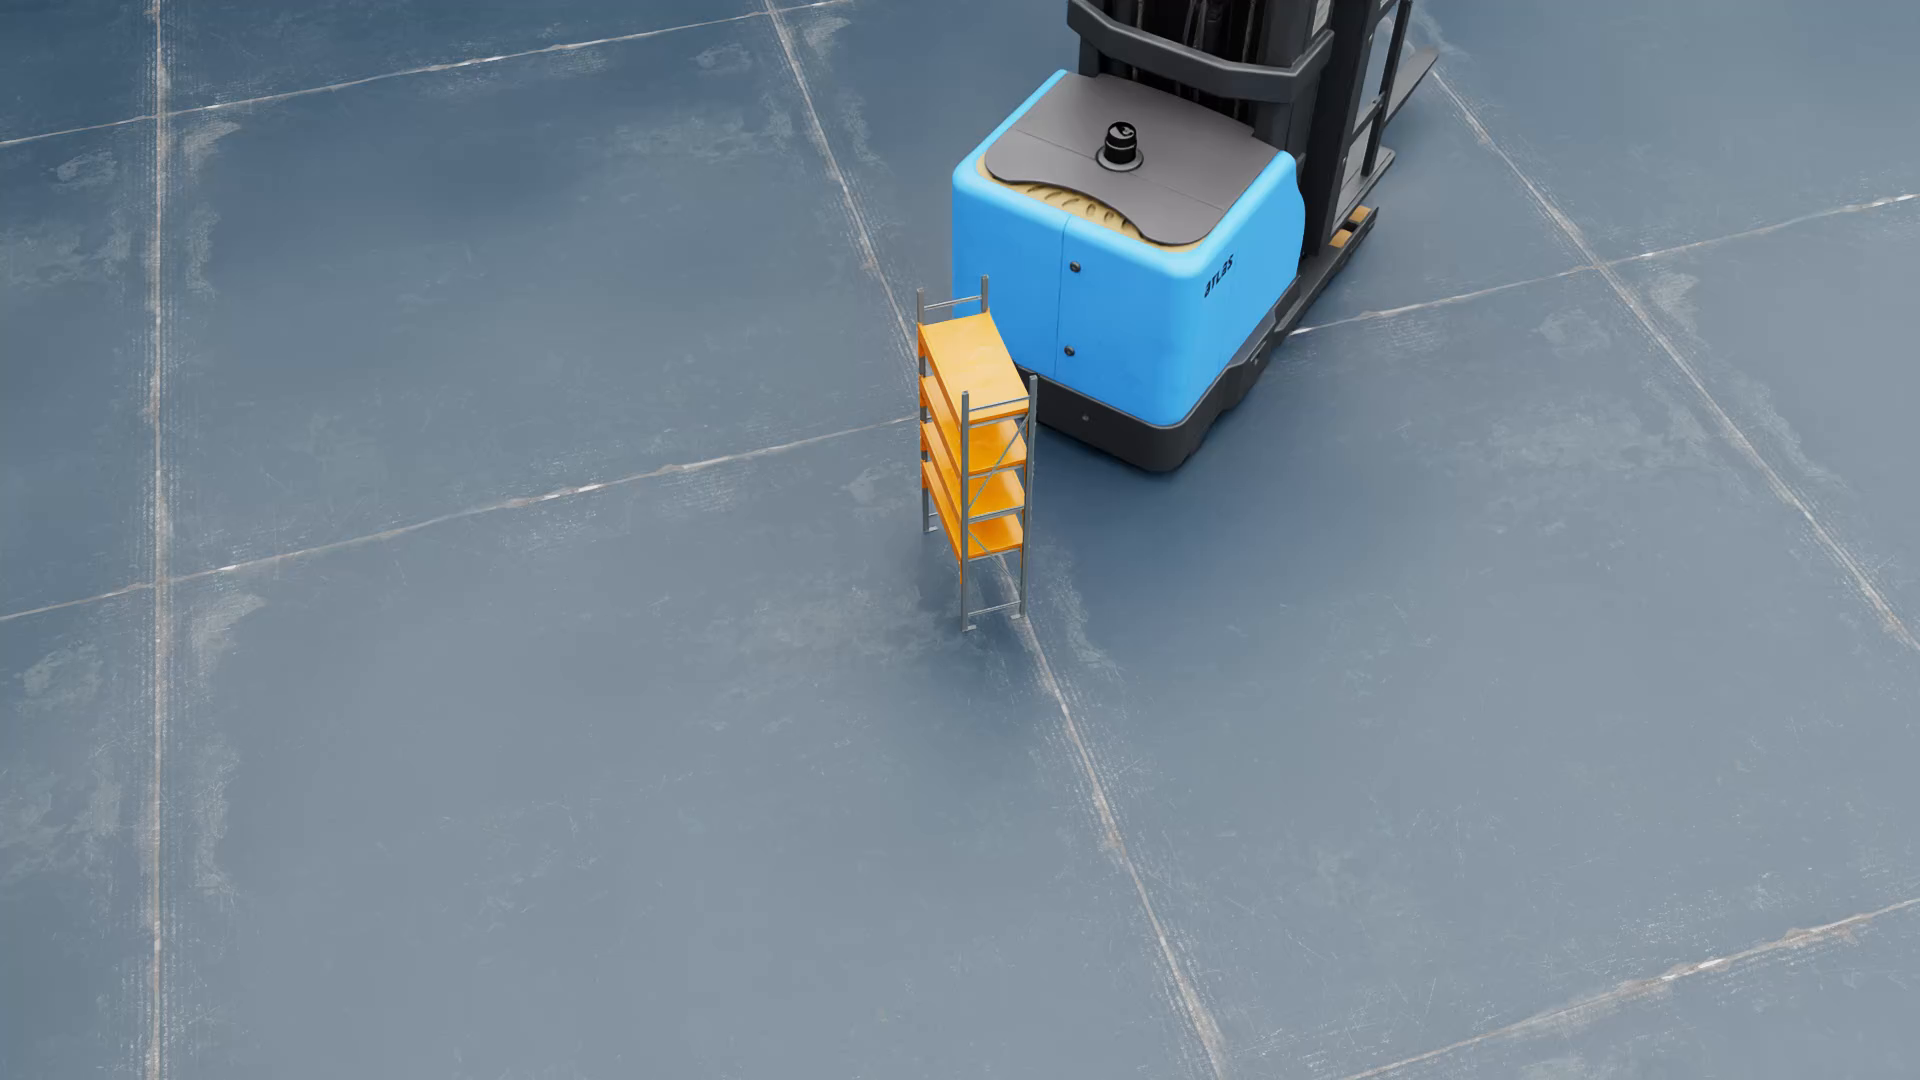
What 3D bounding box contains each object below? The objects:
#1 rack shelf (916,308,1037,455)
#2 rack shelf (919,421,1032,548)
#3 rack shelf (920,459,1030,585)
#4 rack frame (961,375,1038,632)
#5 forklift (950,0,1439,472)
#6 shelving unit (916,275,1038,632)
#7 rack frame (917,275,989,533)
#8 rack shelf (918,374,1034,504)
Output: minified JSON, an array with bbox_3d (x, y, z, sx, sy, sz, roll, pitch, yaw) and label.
[{"bbox_3d":[0.049,-0.519,5.389,0.258,0.148,0.480,-13,51,-11],"label":"rack shelf"},{"bbox_3d":[0.049,-0.222,5.741,0.258,0.148,0.480,-13,51,-11],"label":"rack shelf"},{"bbox_3d":[0.049,-0.094,5.893,0.258,0.148,0.480,-13,51,-11],"label":"rack shelf"},{"bbox_3d":[0.121,-0.088,5.539,0.240,1.200,0.015,-13,51,-11],"label":"rack frame"},{"bbox_3d":[1.180,-2.316,6.286,1.130,2.935,3.031,26,55,21],"label":"forklift"},{"bbox_3d":[0.049,-0.266,5.689,0.258,1.200,0.503,-13,51,-11],"label":"shelving unit"},{"bbox_3d":[-0.023,-0.444,5.840,0.240,1.200,0.015,-13,51,-11],"label":"rack frame"},{"bbox_3d":[0.049,-0.367,5.570,0.258,0.148,0.480,-13,51,-11],"label":"rack shelf"}]
